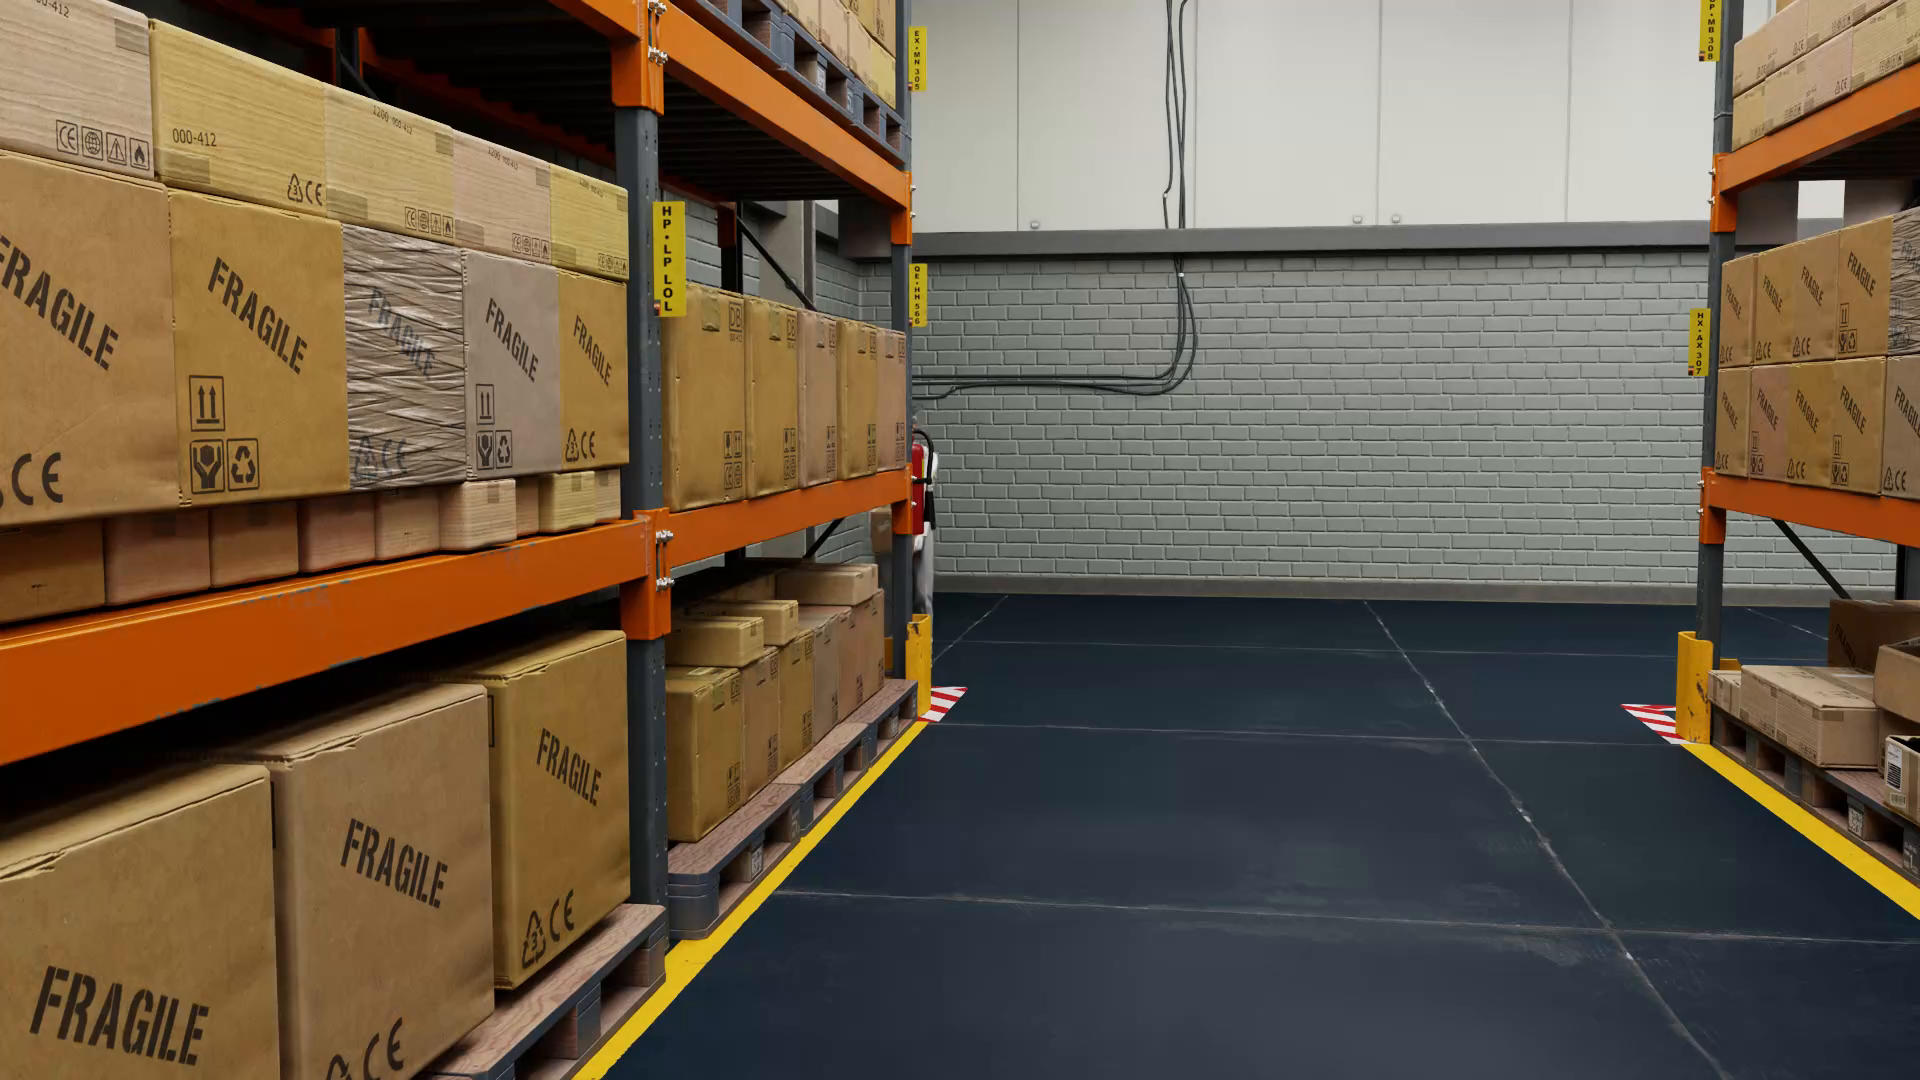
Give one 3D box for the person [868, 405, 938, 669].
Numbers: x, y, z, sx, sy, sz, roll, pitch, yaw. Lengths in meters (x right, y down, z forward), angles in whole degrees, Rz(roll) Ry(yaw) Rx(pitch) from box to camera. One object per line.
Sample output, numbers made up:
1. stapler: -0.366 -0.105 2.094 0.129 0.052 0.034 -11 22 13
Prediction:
1. person: -0.348 -0.016 10.255 0.415 1.647 0.553 1 5 8
